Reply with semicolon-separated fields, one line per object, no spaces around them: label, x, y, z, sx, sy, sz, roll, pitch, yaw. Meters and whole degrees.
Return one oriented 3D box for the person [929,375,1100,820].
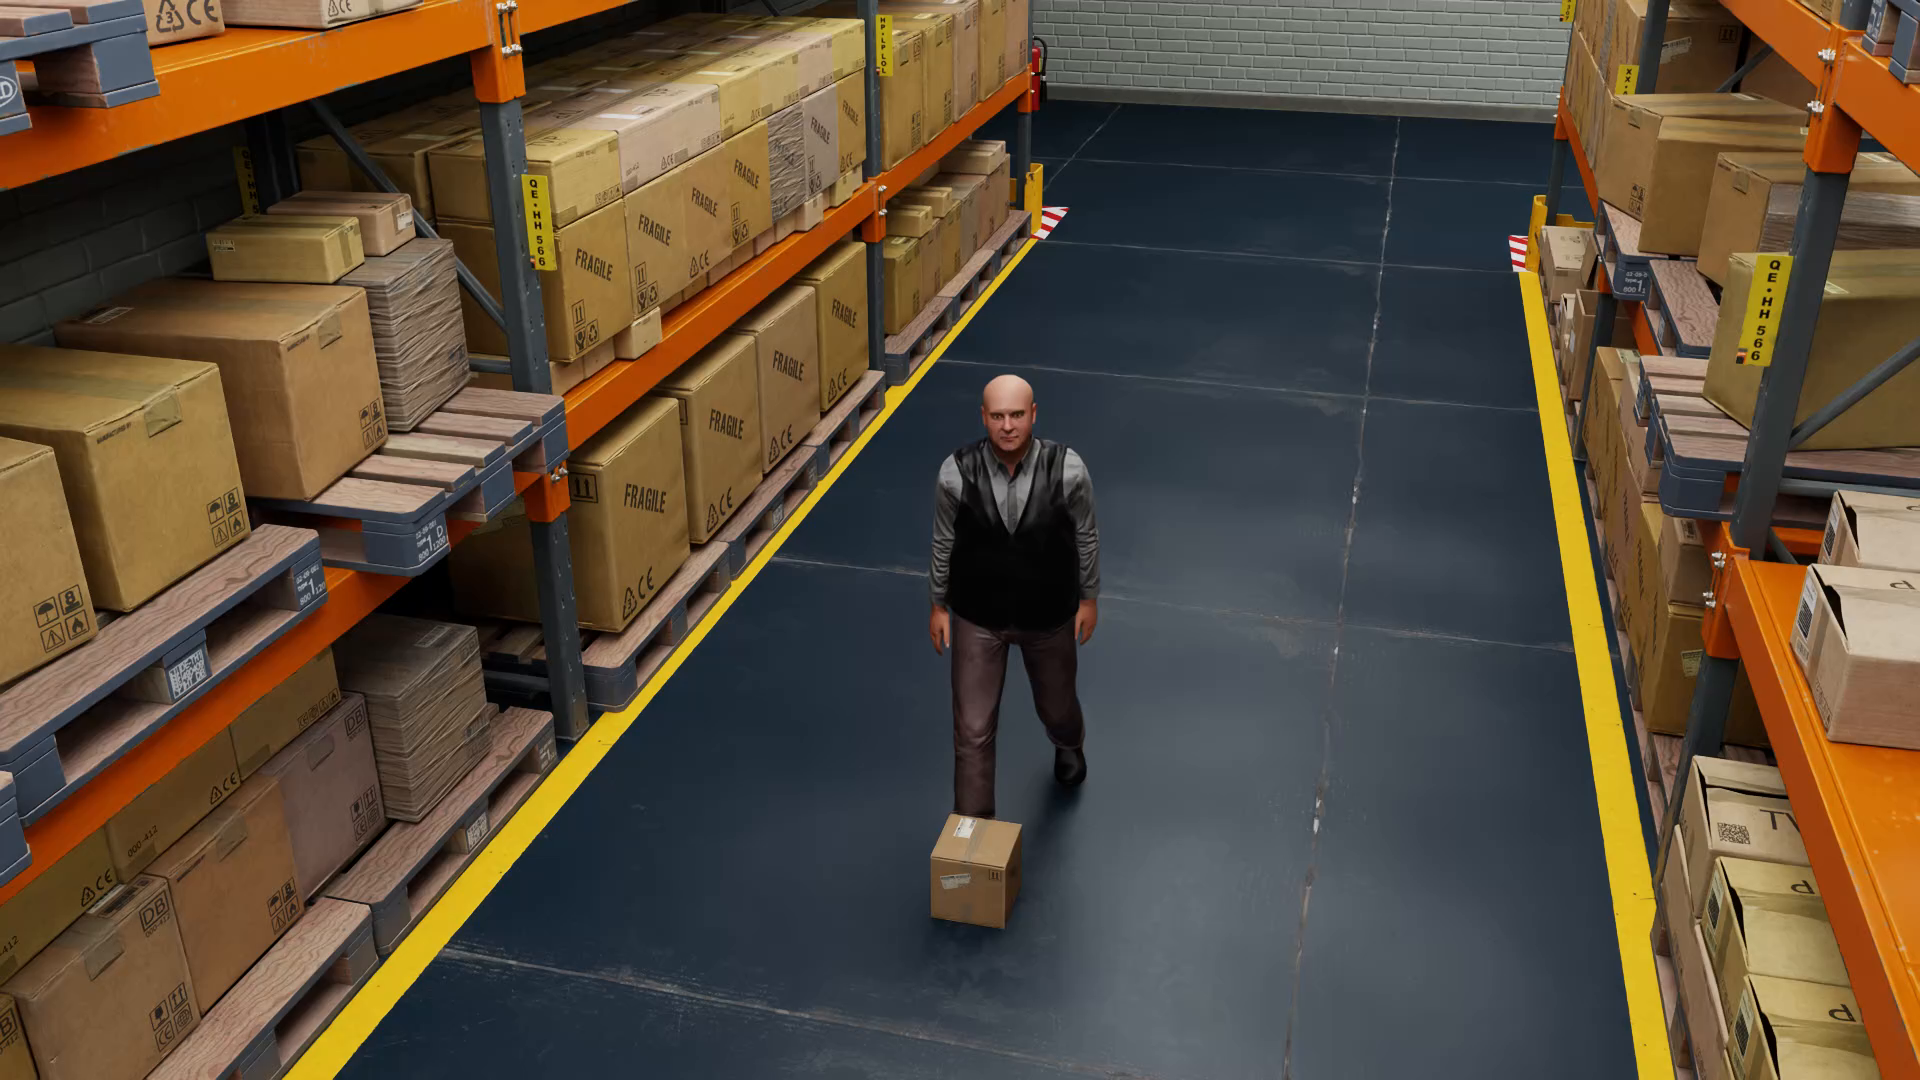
person;0.180;0.304;5.628;0.583;1.610;0.952;1;25;3
